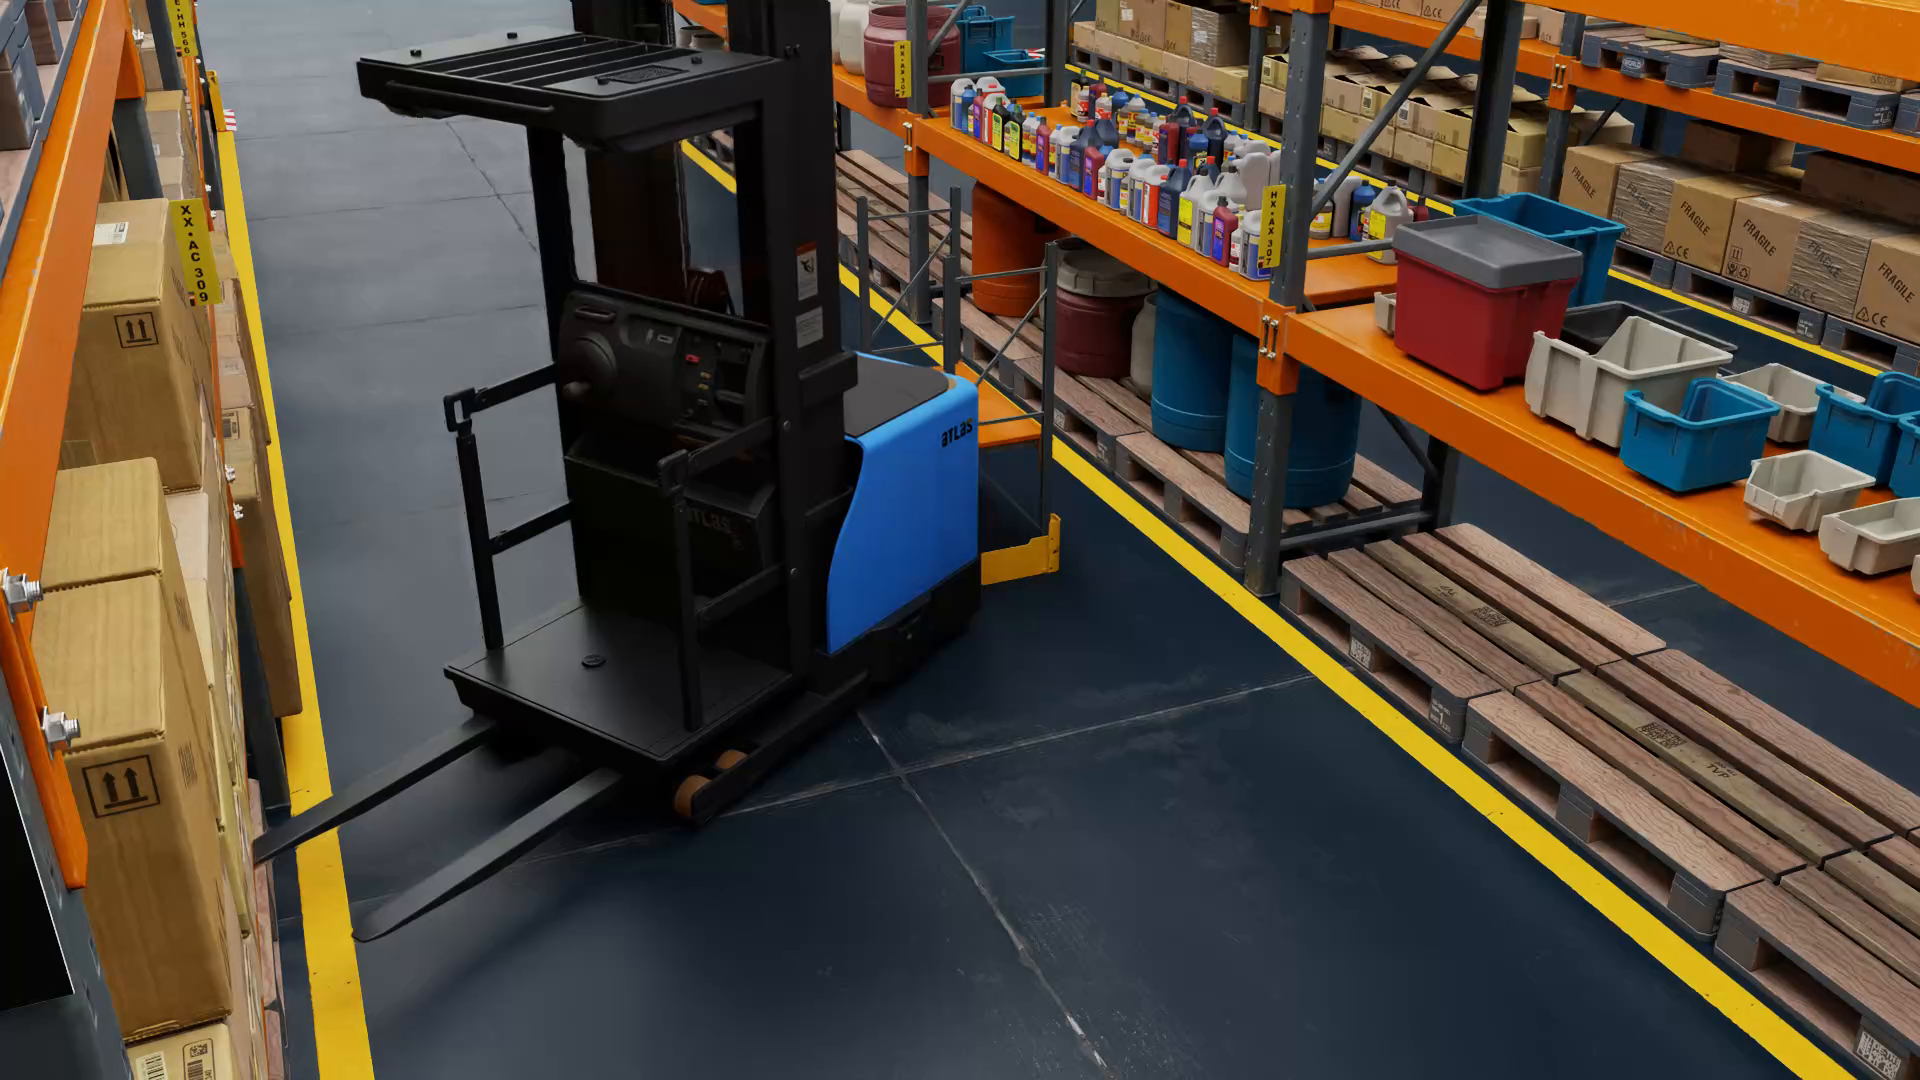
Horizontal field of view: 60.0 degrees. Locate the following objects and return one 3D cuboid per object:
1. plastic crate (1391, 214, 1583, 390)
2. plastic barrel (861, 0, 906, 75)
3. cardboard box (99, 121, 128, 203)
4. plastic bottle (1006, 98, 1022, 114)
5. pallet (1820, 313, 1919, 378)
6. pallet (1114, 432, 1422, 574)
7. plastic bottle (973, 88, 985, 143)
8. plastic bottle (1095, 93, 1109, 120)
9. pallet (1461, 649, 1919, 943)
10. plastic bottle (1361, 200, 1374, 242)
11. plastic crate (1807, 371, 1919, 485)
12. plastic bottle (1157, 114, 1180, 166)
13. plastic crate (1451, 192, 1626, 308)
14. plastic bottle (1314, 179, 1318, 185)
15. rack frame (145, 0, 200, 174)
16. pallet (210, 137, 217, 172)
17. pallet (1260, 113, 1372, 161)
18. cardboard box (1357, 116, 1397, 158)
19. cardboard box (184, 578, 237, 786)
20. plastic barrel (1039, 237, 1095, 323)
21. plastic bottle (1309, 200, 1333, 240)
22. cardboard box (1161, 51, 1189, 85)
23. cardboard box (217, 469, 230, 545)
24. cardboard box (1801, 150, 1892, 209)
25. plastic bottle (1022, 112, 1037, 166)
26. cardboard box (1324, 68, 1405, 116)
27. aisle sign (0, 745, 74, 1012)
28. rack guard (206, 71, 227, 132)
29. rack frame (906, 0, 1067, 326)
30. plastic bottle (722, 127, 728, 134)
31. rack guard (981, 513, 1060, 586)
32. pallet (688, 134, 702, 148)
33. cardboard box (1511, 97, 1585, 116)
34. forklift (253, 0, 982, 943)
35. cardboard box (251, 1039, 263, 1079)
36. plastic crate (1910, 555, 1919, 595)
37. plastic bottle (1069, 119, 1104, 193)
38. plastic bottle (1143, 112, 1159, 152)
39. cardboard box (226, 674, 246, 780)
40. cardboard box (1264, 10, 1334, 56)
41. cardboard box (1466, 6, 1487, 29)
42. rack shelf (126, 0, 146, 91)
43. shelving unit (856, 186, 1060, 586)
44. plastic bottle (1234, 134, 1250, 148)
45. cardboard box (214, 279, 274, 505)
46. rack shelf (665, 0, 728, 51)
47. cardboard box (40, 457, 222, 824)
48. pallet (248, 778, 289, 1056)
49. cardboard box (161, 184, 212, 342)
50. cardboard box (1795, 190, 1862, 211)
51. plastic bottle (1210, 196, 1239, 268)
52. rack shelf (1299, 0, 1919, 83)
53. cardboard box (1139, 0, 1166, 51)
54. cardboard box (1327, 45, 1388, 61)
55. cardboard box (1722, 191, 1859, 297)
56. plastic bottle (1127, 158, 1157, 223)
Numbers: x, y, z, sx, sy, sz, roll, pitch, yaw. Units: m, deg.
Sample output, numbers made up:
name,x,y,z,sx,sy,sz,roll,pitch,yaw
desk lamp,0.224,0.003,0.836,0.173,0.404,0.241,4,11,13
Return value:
name,x,y,z,sx,sy,sz,roll,pitch,yaw
plastic crate,1.850,-0.851,5.933,0.402,0.464,0.583,-11,28,-21
plastic barrel,-0.435,-3.243,10.845,0.421,0.512,0.421,0,26,0
cardboard box,-3.084,-1.100,5.327,0.797,0.503,0.637,-11,28,-22
plastic bottle,0.294,-2.298,9.184,0.097,0.271,0.097,0,26,0
pallet,5.937,-1.117,9.798,1.003,0.211,1.213,-11,28,-21
pallet,1.467,-0.265,8.051,1.003,0.211,1.213,-11,28,-21
plastic bottle,0.123,-2.391,9.360,0.061,0.283,0.133,-11,28,-21
plastic bottle,0.834,-2.492,9.661,0.097,0.201,0.097,0,26,0
pallet,2.536,0.838,5.794,1.003,0.211,1.213,-11,28,-21
plastic bottle,1.866,-1.428,7.483,0.097,0.201,0.097,0,26,0
plastic crate,2.870,-0.345,5.160,0.416,0.233,0.300,-11,28,-21
plastic bottle,1.103,-2.111,8.787,0.061,0.283,0.133,-11,28,-21
plastic crate,2.228,-1.089,6.511,0.392,0.384,0.575,-11,28,-21
plastic bottle,1.660,-1.640,7.916,0.097,0.201,0.097,0,26,0
rack frame,-4.393,-1.963,8.351,1.000,3.000,0.127,-11,28,-21
pallet,-6.737,-3.083,13.824,1.003,0.211,1.213,-11,28,-21
pallet,3.482,-3.734,15.158,1.003,0.211,1.213,-11,28,-21
cardboard box,3.690,-3.405,13.961,0.500,0.250,0.500,-10,28,-20
cardboard box,-1.812,0.338,3.470,0.500,0.250,0.500,-11,28,-22
plastic barrel,0.675,-1.477,9.714,0.421,0.512,0.421,0,26,0
plastic bottle,1.649,-1.481,7.591,0.097,0.201,0.097,0,26,0
cardboard box,2.378,-4.784,16.784,0.500,0.250,0.500,-11,28,-21
cardboard box,-2.304,-0.064,4.749,0.380,0.149,0.250,-10,28,-20
cardboard box,5.736,-2.303,10.541,0.500,0.250,0.500,-11,28,-22
plastic bottle,0.381,-2.140,8.862,0.097,0.271,0.097,0,26,0
cardboard box,3.485,-3.862,14.257,0.500,0.311,0.500,-12,28,-22
aisle sign,-0.956,0.076,1.212,0.394,0.787,0.004,-11,28,-21
rack guard,-7.496,-4.038,15.452,1.175,0.500,0.348,-11,28,-21
rack frame,0.164,-2.814,10.094,1.000,3.000,0.127,-11,28,-21
plastic bottle,-1.995,-3.724,14.476,0.144,0.351,0.185,-12,29,-23
rack guard,0.165,0.058,7.346,0.587,0.250,0.087,-11,28,-21
pallet,-2.108,-3.947,15.594,1.003,0.211,1.213,-11,28,-21
cardboard box,4.575,-3.341,13.190,0.500,0.311,0.500,-11,28,-22
forklift,-1.158,-0.576,5.588,1.130,2.935,3.031,17,31,31
cardboard box,-1.298,0.973,2.625,0.380,0.149,0.250,-11,28,-22
plastic crate,2.711,0.090,4.379,0.396,0.136,0.243,-11,28,-21
plastic bottle,0.638,-1.936,8.353,0.144,0.351,0.185,-11,28,-21
plastic bottle,1.063,-2.256,9.178,0.097,0.201,0.097,0,26,0
cardboard box,-1.803,0.453,3.689,0.380,0.149,0.250,-10,28,-20
cardboard box,3.264,-4.809,15.982,0.500,0.500,0.500,-11,28,-21
cardboard box,4.172,-4.056,12.924,0.380,0.149,0.250,-8,27,-17
rack shelf,-3.610,-2.180,6.197,1.077,0.370,4.000,-11,28,-21
shelving unit,-0.030,-0.705,7.484,0.587,1.500,1.083,-11,28,-21
plastic bottle,1.427,-1.912,8.395,0.097,0.271,0.097,0,26,0
cardboard box,-3.800,-0.553,7.408,1.225,0.875,0.875,-10,28,-20
rack shelf,-2.185,-4.913,15.213,1.077,0.370,4.000,-11,28,-21
cardboard box,-1.604,0.213,2.871,0.500,0.500,0.500,-11,28,-22
pallet,-2.601,1.226,4.999,1.003,0.211,1.213,-11,28,-21
cardboard box,-3.170,-1.026,6.320,0.500,0.500,0.500,-11,28,-22
cardboard box,5.719,-1.981,10.736,0.500,0.500,0.500,-12,28,-23
plastic bottle,1.147,-1.336,7.200,0.061,0.283,0.133,-11,28,-21
rack shelf,2.514,-1.416,4.633,1.077,0.370,4.000,-11,28,-21
cardboard box,2.181,-5.322,17.033,0.500,0.500,0.500,-11,28,-21
cardboard box,3.580,-4.369,15.296,0.500,0.311,0.500,-11,28,-21
cardboard box,5.250,-1.881,10.532,0.500,0.500,0.500,-12,28,-22
plastic bottle,0.886,-1.652,7.857,0.152,0.276,0.135,-11,28,-21
